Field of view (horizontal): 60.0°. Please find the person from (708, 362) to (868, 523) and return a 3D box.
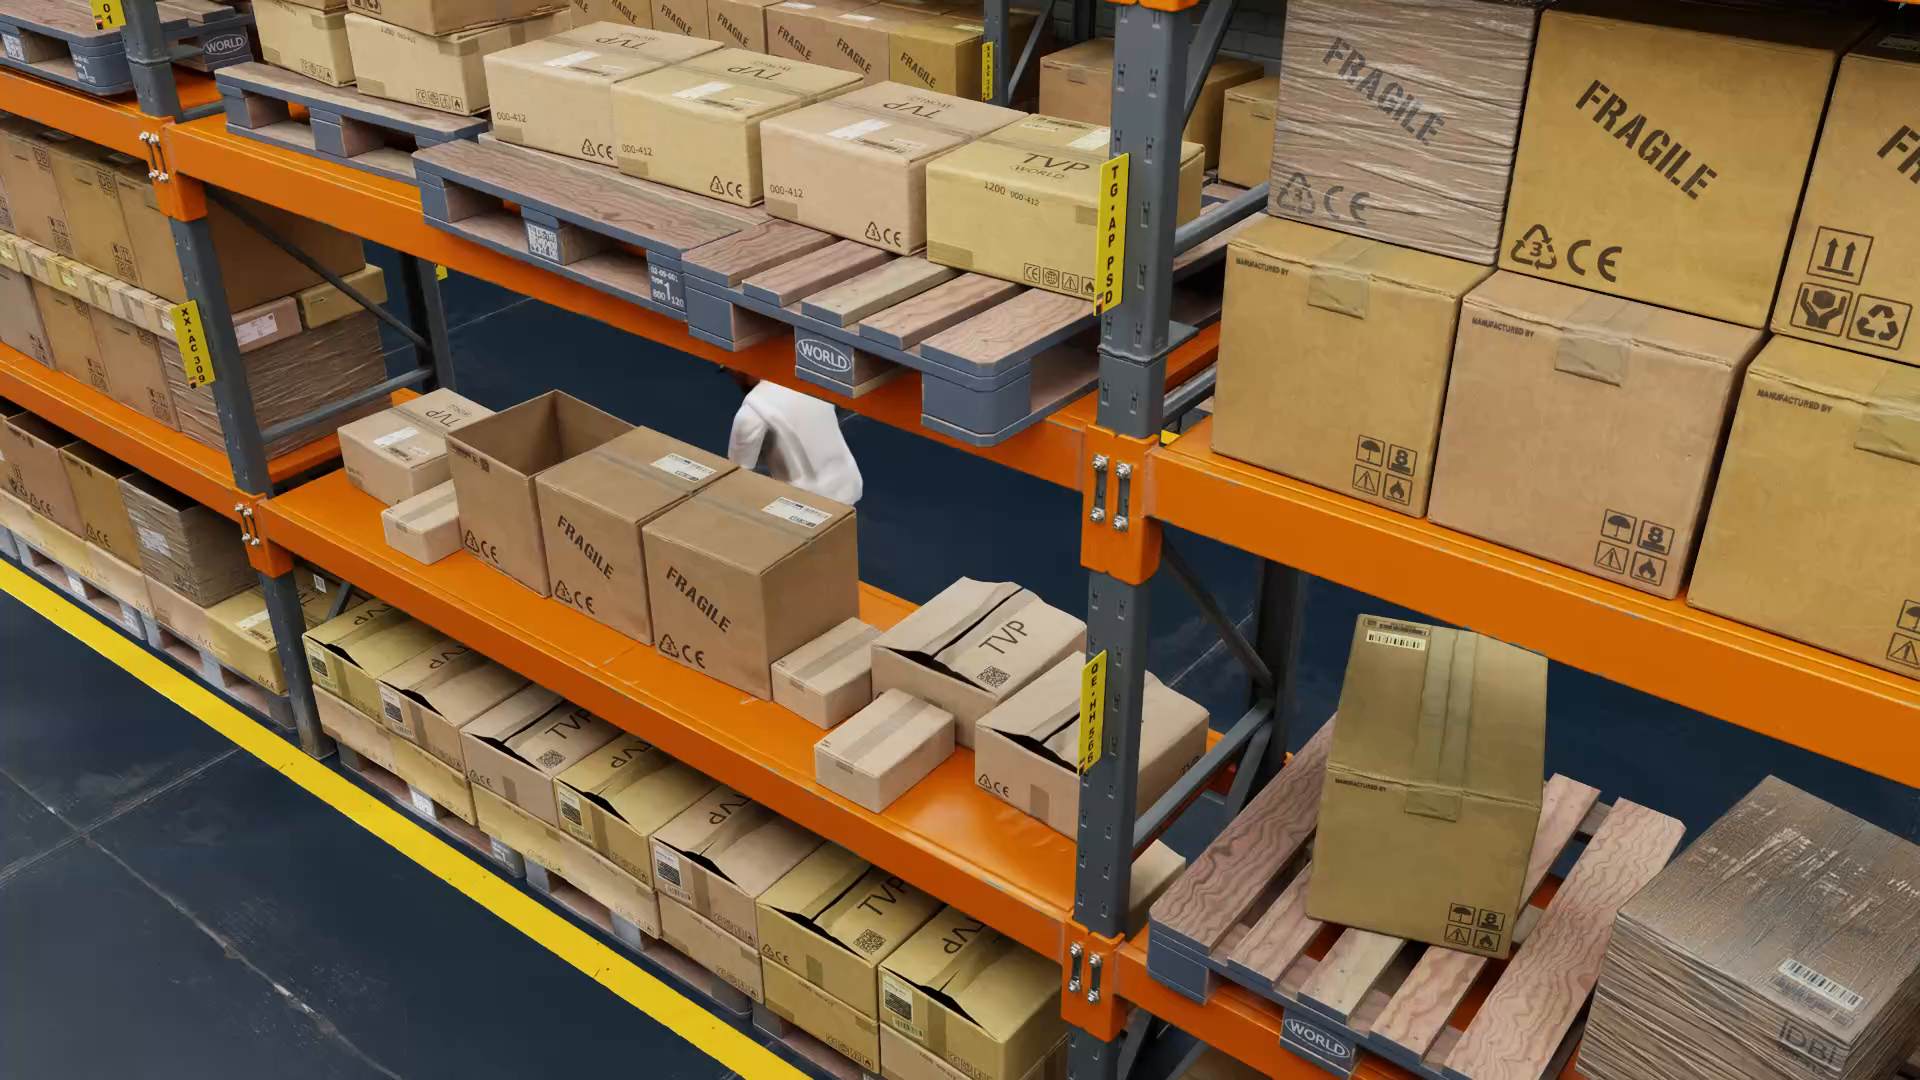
[{"bbox_3d":[-0.821,-0.160,7.733,0.762,1.405,0.632,21,37,31],"label":"person"}]
